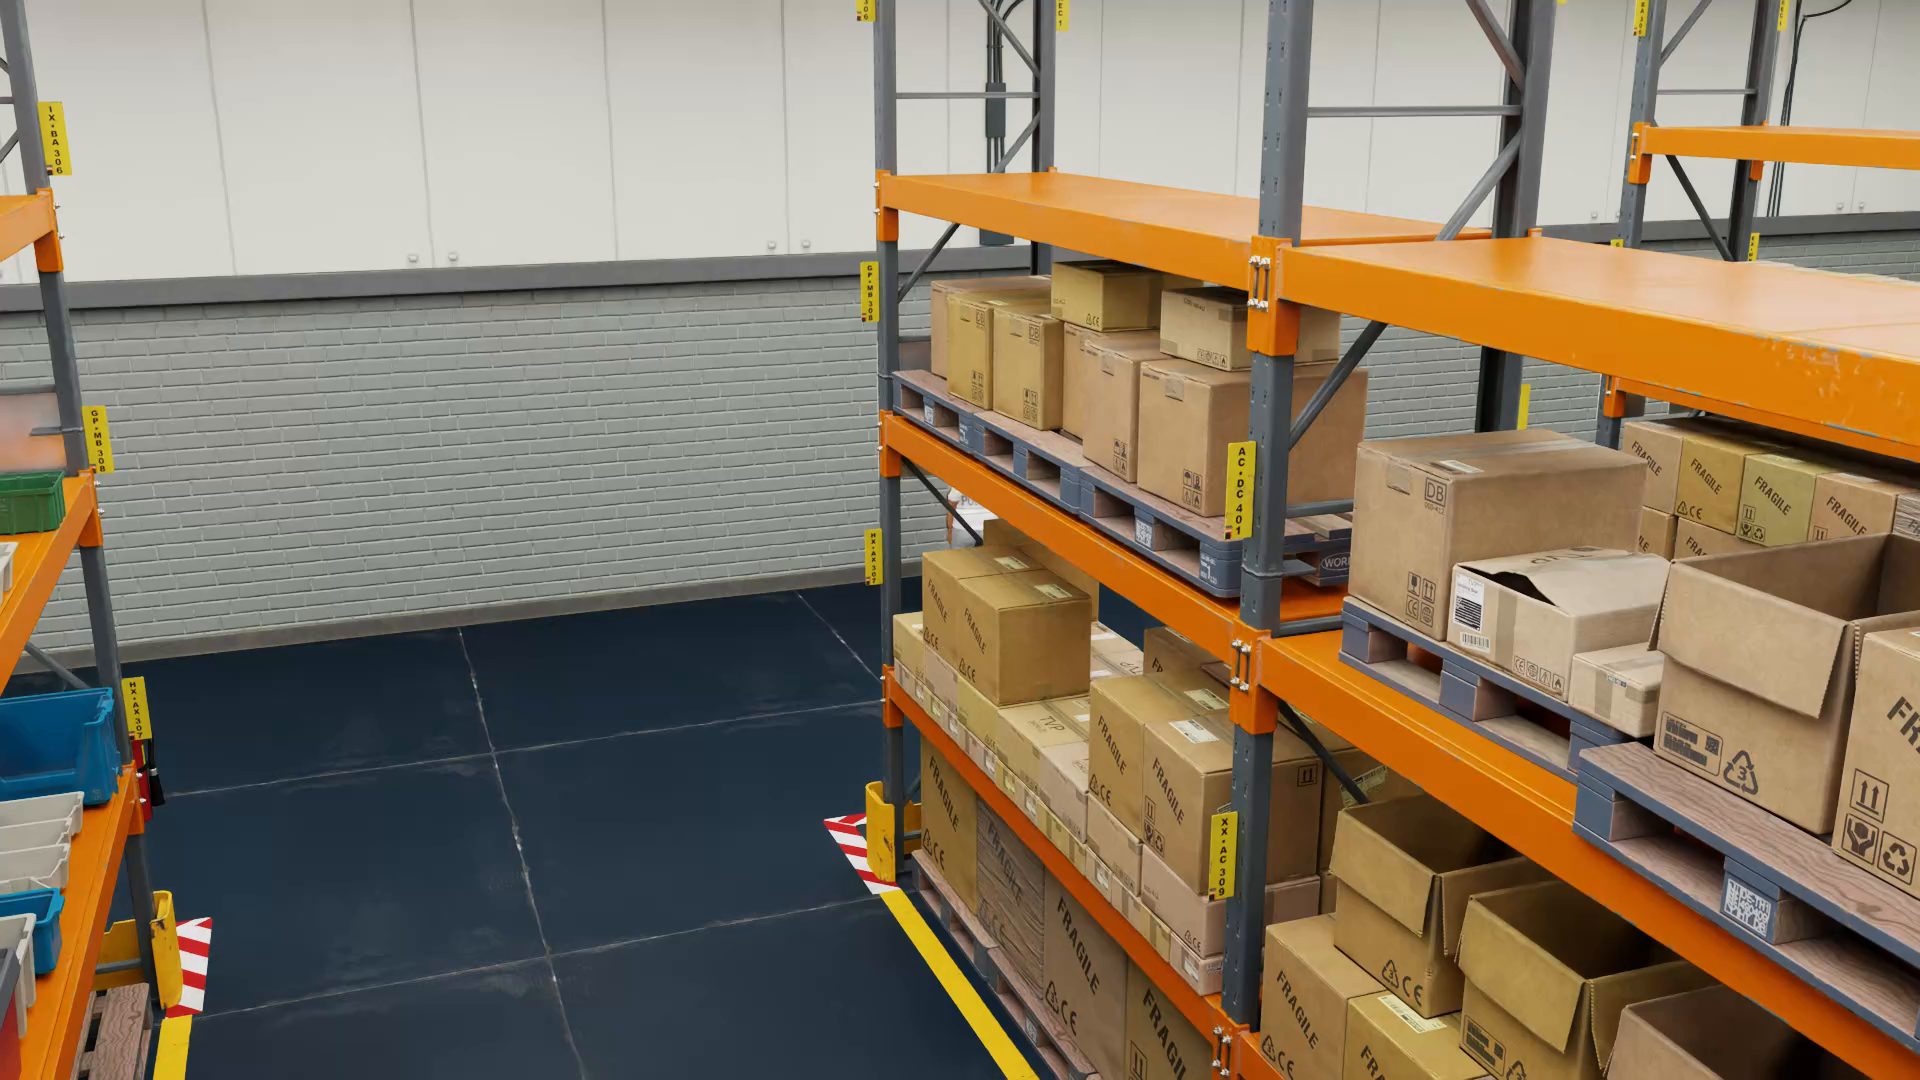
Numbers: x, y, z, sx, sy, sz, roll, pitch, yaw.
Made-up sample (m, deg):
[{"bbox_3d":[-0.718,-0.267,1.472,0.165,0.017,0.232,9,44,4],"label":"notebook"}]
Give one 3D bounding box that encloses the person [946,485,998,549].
[{"bbox_3d":[0.098,-0.080,14.325,0.468,1.660,0.391,-6,17,-19],"label":"person"}]
